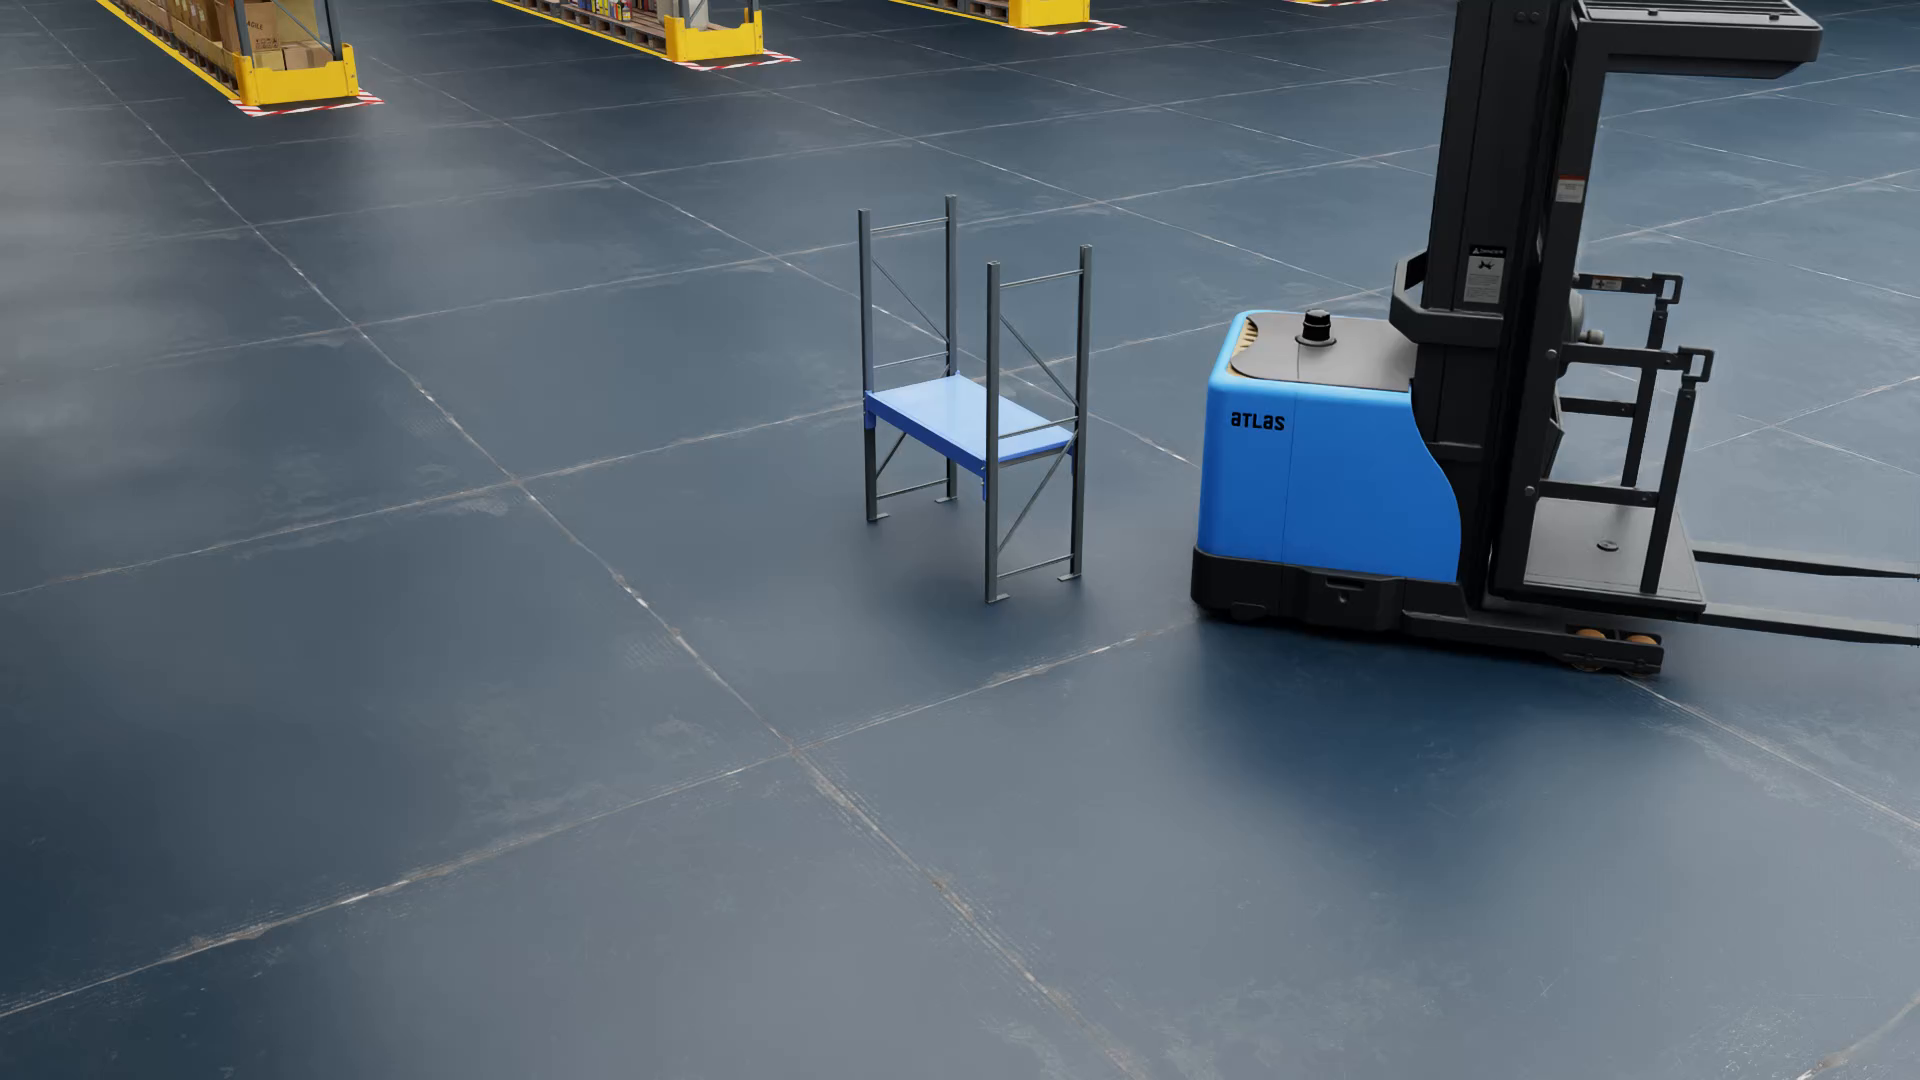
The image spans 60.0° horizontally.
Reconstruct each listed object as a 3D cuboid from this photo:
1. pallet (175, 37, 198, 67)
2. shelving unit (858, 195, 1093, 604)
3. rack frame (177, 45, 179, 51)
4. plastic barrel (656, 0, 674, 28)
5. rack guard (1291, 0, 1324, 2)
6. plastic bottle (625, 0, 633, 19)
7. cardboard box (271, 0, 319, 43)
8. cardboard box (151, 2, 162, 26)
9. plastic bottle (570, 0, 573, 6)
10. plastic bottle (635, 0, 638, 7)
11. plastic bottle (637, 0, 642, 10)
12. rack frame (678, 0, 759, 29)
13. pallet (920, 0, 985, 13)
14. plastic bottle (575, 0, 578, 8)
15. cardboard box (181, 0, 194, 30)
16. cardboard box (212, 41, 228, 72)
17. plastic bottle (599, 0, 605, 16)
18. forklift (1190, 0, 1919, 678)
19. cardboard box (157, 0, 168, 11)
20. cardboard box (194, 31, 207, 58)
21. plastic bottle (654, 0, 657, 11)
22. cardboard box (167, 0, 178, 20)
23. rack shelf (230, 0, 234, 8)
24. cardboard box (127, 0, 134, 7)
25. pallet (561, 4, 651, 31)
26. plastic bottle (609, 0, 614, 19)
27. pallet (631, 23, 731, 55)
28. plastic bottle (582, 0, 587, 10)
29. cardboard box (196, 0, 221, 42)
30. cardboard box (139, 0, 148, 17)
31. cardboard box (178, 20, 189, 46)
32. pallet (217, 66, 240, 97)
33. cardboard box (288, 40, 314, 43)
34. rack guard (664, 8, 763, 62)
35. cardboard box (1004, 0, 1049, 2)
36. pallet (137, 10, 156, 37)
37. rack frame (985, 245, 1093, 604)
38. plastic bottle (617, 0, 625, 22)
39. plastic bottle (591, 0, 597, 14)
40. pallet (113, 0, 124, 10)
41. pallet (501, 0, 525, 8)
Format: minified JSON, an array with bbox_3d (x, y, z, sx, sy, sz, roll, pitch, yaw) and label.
[{"bbox_3d":[-8.827,-5.954,20.115,1.003,0.211,1.213,-16,29,-30],"label":"pallet"},{"bbox_3d":[0.047,-0.648,7.365,0.538,1.500,1.048,-16,29,-30],"label":"shelving unit"},{"bbox_3d":[-9.226,-7.509,20.143,1.000,3.000,0.127,-16,29,-30],"label":"rack frame"},{"bbox_3d":[-3.588,-6.693,20.836,0.421,0.512,0.421,0,25,0],"label":"plastic barrel"},{"bbox_3d":[5.483,-8.366,24.887,1.175,0.500,0.348,-16,29,-30],"label":"rack guard"},{"bbox_3d":[-4.286,-6.878,21.473,0.061,0.283,0.133,-16,29,-30],"label":"plastic bottle"},{"bbox_3d":[-7.424,-5.786,18.343,0.500,0.500,0.500,-16,29,-30],"label":"cardboard box"},{"bbox_3d":[-9.970,-6.718,21.195,0.500,0.250,0.500,-16,30,-30],"label":"cardboard box"},{"bbox_3d":[-5.268,-7.411,22.616,0.097,0.271,0.097,0,25,0],"label":"plastic bottle"},{"bbox_3d":[-4.376,-7.431,22.565,0.144,0.351,0.185,-17,30,-32],"label":"plastic bottle"},{"bbox_3d":[-4.272,-7.252,22.265,0.061,0.283,0.133,-16,29,-30],"label":"plastic bottle"},{"bbox_3d":[-2.891,-7.231,19.554,1.000,3.000,0.127,-16,29,-30],"label":"rack frame"},{"bbox_3d":[0.142,-7.886,24.209,1.003,0.211,1.213,-16,29,-30],"label":"pallet"},{"bbox_3d":[-5.157,-7.307,22.476,0.097,0.201,0.097,0,25,0],"label":"plastic bottle"},{"bbox_3d":[-8.690,-6.198,19.216,0.500,0.500,0.500,-16,29,-30],"label":"cardboard box"},{"bbox_3d":[-7.866,-5.324,18.243,0.500,0.250,0.500,-16,29,-30],"label":"cardboard box"},{"bbox_3d":[-4.646,-7.058,21.775,0.144,0.351,0.185,-16,30,-30],"label":"plastic bottle"},{"bbox_3d":[2.555,-1.031,6.500,3.031,2.935,1.130,7,26,14],"label":"forklift"},{"bbox_3d":[-9.688,-6.787,20.685,0.500,0.311,0.500,-16,29,-30],"label":"cardboard box"},{"bbox_3d":[-8.412,-5.681,19.000,0.500,0.250,0.500,-16,29,-30],"label":"cardboard box"},{"bbox_3d":[-4.027,-7.153,22.152,0.097,0.201,0.097,0,25,0],"label":"plastic bottle"},{"bbox_3d":[-9.236,-6.556,19.974,0.500,0.500,0.500,-16,29,-30],"label":"cardboard box"},{"bbox_3d":[-8.135,-6.468,18.781,1.077,0.370,4.000,-16,29,-30],"label":"rack shelf"},{"bbox_3d":[-11.095,-7.451,22.748,0.500,0.250,0.500,-16,30,-31],"label":"cardboard box"},{"bbox_3d":[-4.743,-7.151,22.651,1.003,0.211,1.213,-16,29,-30],"label":"pallet"},{"bbox_3d":[-4.451,-6.899,21.526,0.152,0.276,0.135,-16,30,-31],"label":"plastic bottle"},{"bbox_3d":[-3.411,-6.278,20.802,1.003,0.211,1.213,-16,29,-30],"label":"pallet"},{"bbox_3d":[-4.981,-7.278,22.240,0.144,0.351,0.185,-15,29,-28],"label":"plastic bottle"},{"bbox_3d":[-8.143,-5.841,18.459,0.500,0.500,0.500,-16,29,-30],"label":"cardboard box"},{"bbox_3d":[-10.527,-7.083,21.969,0.500,0.250,0.500,-15,29,-29],"label":"cardboard box"},{"bbox_3d":[-8.959,-6.039,19.757,0.500,0.250,0.500,-16,29,-30],"label":"cardboard box"},{"bbox_3d":[-7.495,-5.081,18.266,1.003,0.211,1.213,-16,29,-30],"label":"pallet"},{"bbox_3d":[-7.425,-5.446,18.502,0.500,0.250,0.500,-16,29,-30],"label":"cardboard box"},{"bbox_3d":[-2.972,-6.117,20.122,1.175,0.500,0.348,-16,29,-30],"label":"rack guard"},{"bbox_3d":[0.932,-7.672,22.925,0.500,0.500,0.500,-10,27,-20],"label":"cardboard box"},{"bbox_3d":[-10.331,-6.939,22.202,1.003,0.211,1.213,-16,29,-30],"label":"pallet"},{"bbox_3d":[0.324,-0.466,6.980,0.500,1.500,0.032,-16,29,-30],"label":"rack frame"},{"bbox_3d":[-4.340,-6.794,21.295,0.061,0.283,0.133,-15,29,-28],"label":"plastic bottle"},{"bbox_3d":[-4.823,-7.111,21.966,0.061,0.283,0.133,-14,29,-27],"label":"plastic bottle"},{"bbox_3d":[-11.786,-7.954,24.353,1.003,0.211,1.213,-16,29,-30],"label":"pallet"},{"bbox_3d":[-6.206,-8.110,24.681,1.003,0.211,1.213,-16,29,-30],"label":"pallet"}]
